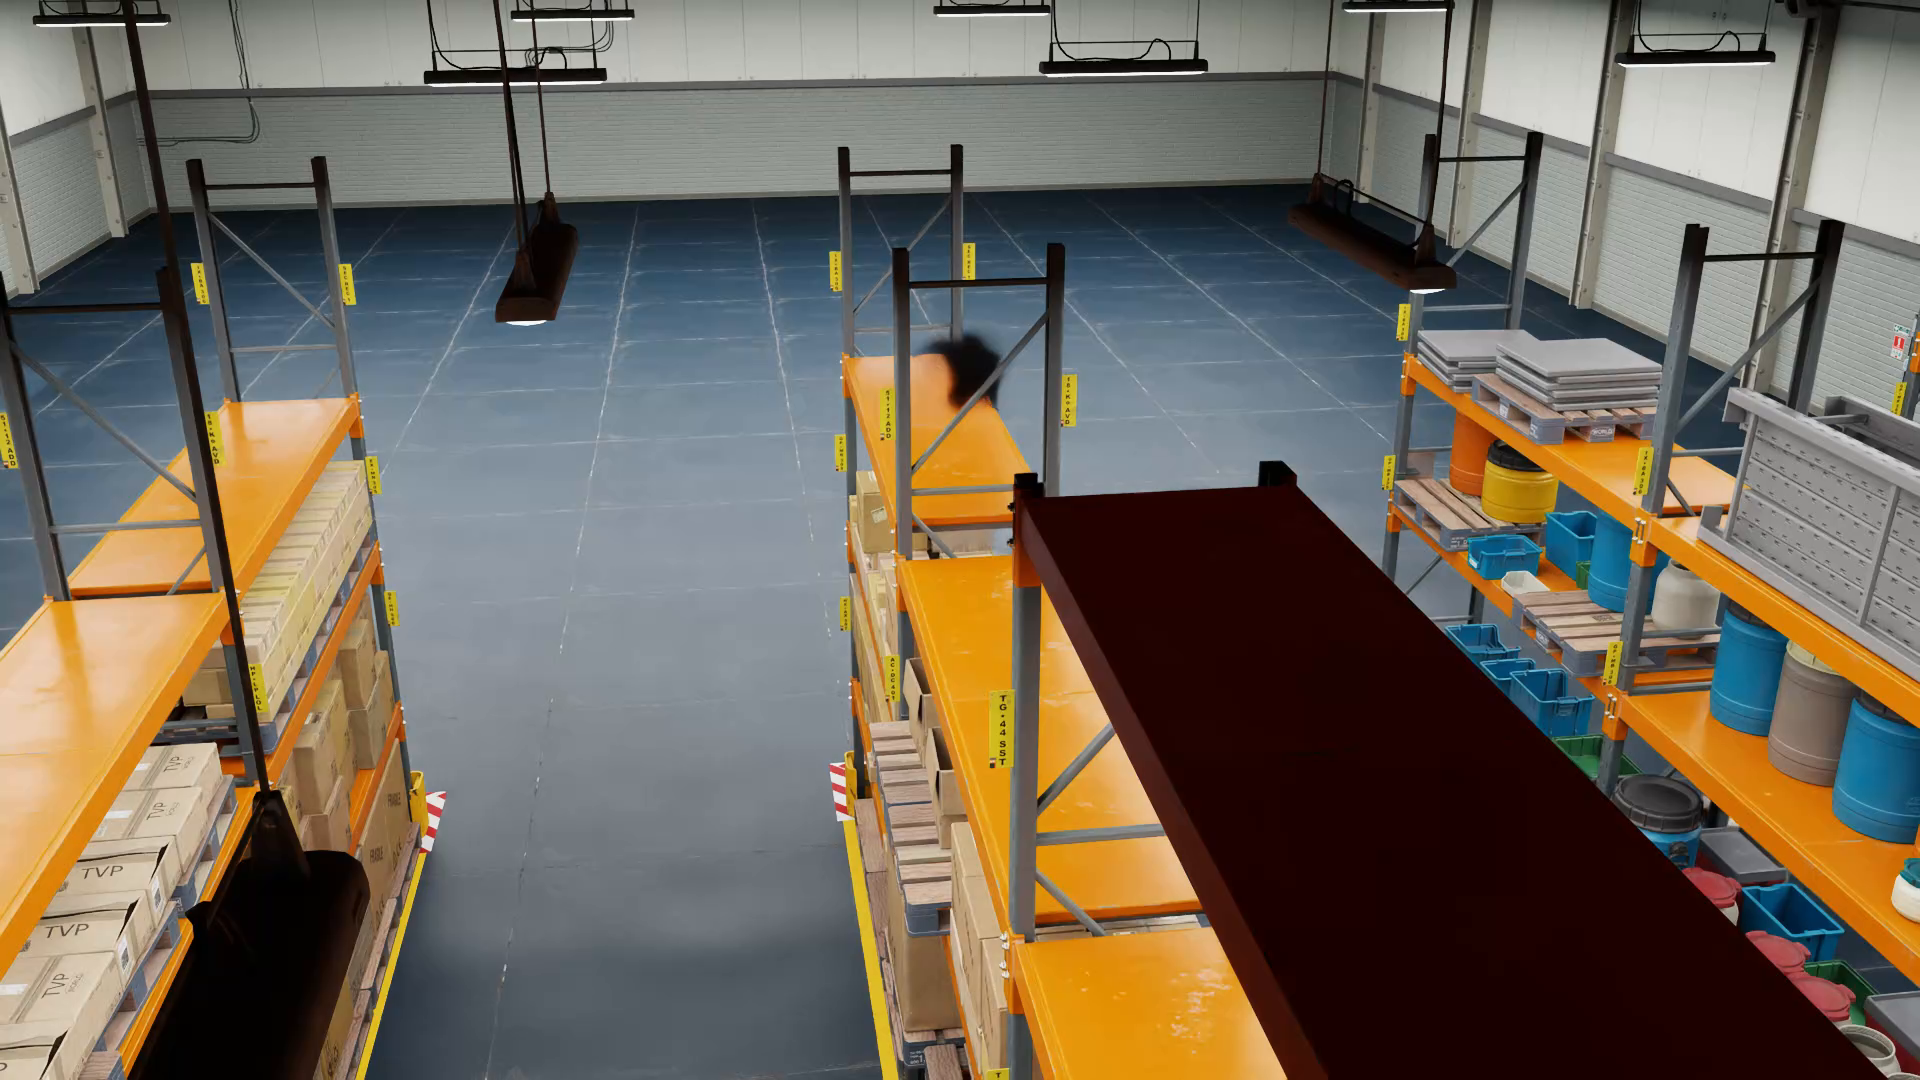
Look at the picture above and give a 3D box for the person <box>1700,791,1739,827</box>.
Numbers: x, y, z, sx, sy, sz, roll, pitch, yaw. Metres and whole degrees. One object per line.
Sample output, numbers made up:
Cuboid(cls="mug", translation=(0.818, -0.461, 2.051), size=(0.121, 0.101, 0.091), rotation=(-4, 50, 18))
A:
Cuboid(cls="person", translation=(6.298, 2.418, 13.564), size=(0.595, 1.481, 0.817), rotation=(-8, 23, -19))
